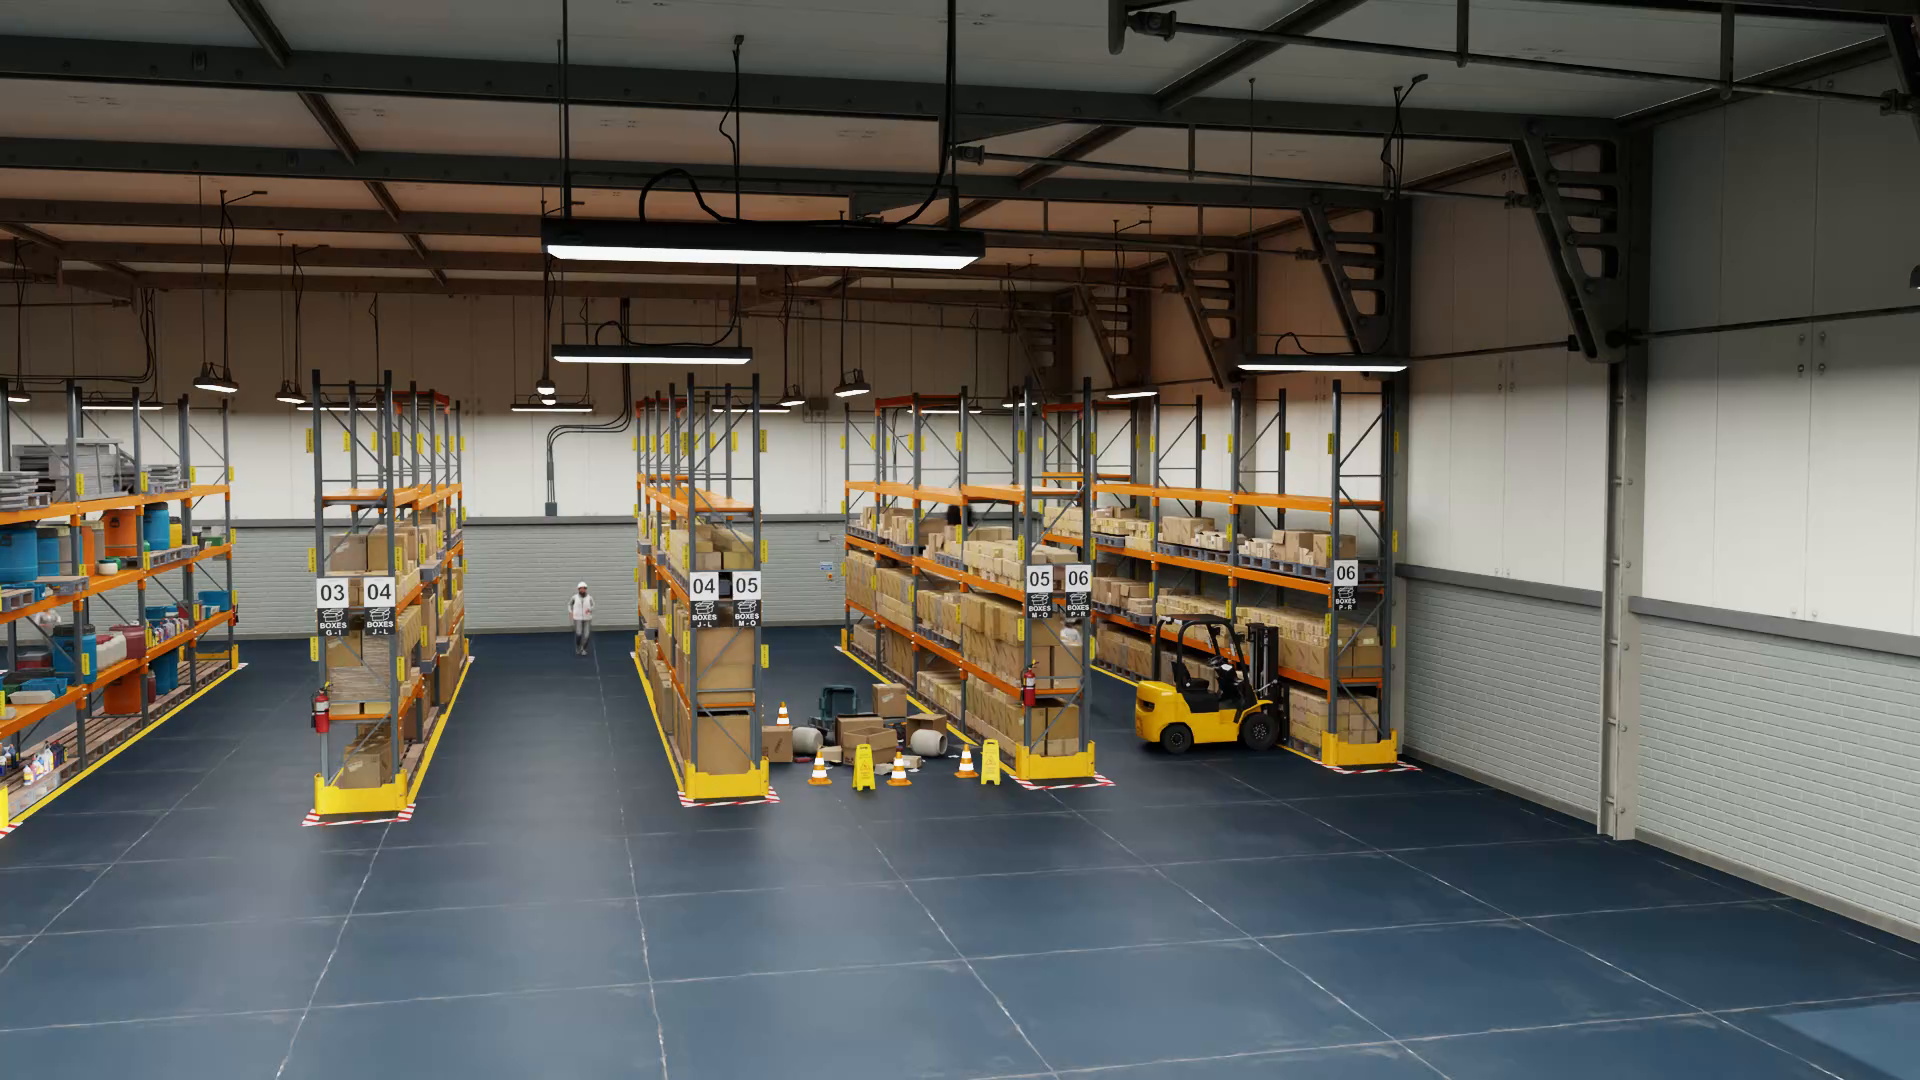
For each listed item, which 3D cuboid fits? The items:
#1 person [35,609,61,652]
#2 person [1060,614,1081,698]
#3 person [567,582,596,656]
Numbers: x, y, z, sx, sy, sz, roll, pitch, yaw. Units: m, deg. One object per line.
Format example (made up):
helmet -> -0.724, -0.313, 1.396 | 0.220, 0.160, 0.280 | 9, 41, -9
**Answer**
person -> -20.069, 2.128, 36.654 | 0.601, 1.576, 0.776 | -2, 4, -36
person -> 2.096, 2.279, 32.512 | 0.613, 1.666, 0.870 | -1, 3, -19
person -> -8.883, 1.860, 39.082 | 0.647, 1.732, 0.648 | -1, 3, -18
